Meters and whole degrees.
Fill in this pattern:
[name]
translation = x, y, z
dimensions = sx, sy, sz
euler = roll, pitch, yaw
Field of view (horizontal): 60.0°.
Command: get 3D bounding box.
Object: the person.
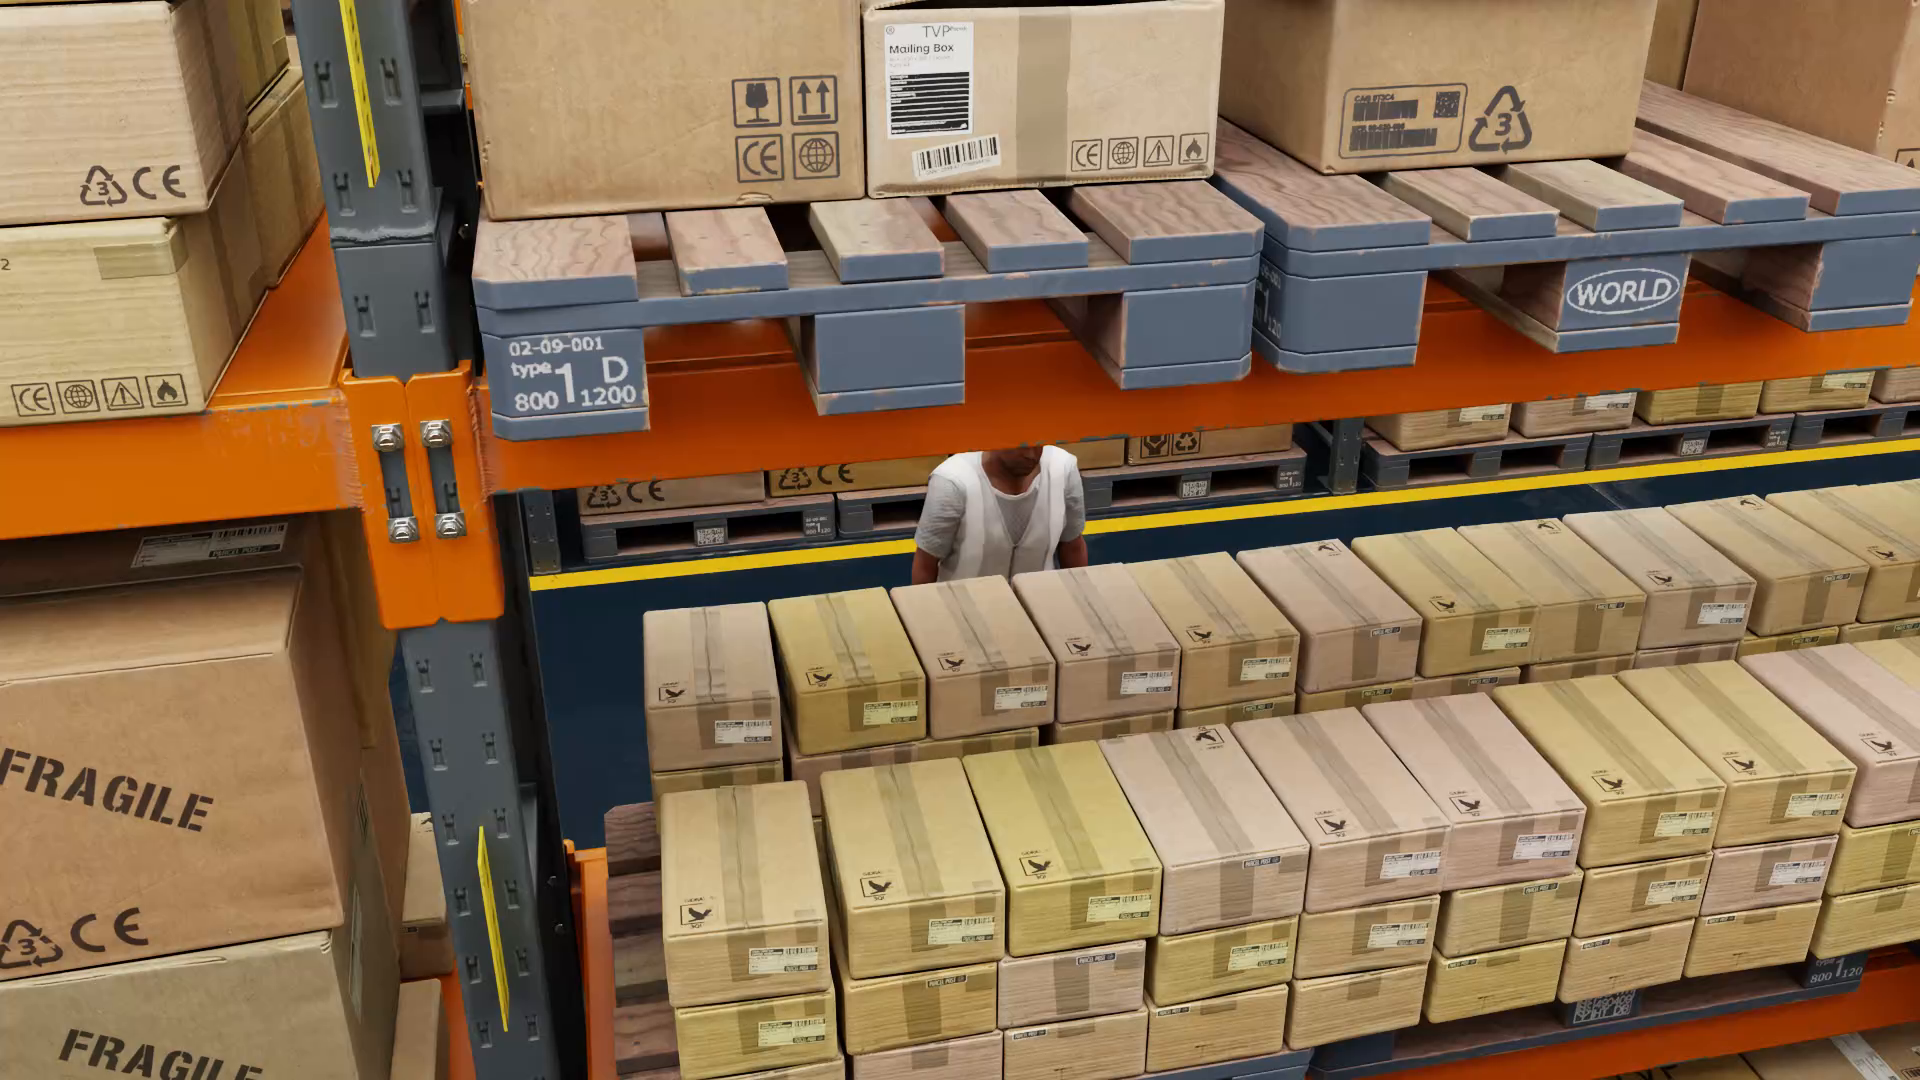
[person]
translation = 0.143, 0.286, 5.531
dimensions = 0.621, 1.773, 0.452
euler = -8, 27, -15
